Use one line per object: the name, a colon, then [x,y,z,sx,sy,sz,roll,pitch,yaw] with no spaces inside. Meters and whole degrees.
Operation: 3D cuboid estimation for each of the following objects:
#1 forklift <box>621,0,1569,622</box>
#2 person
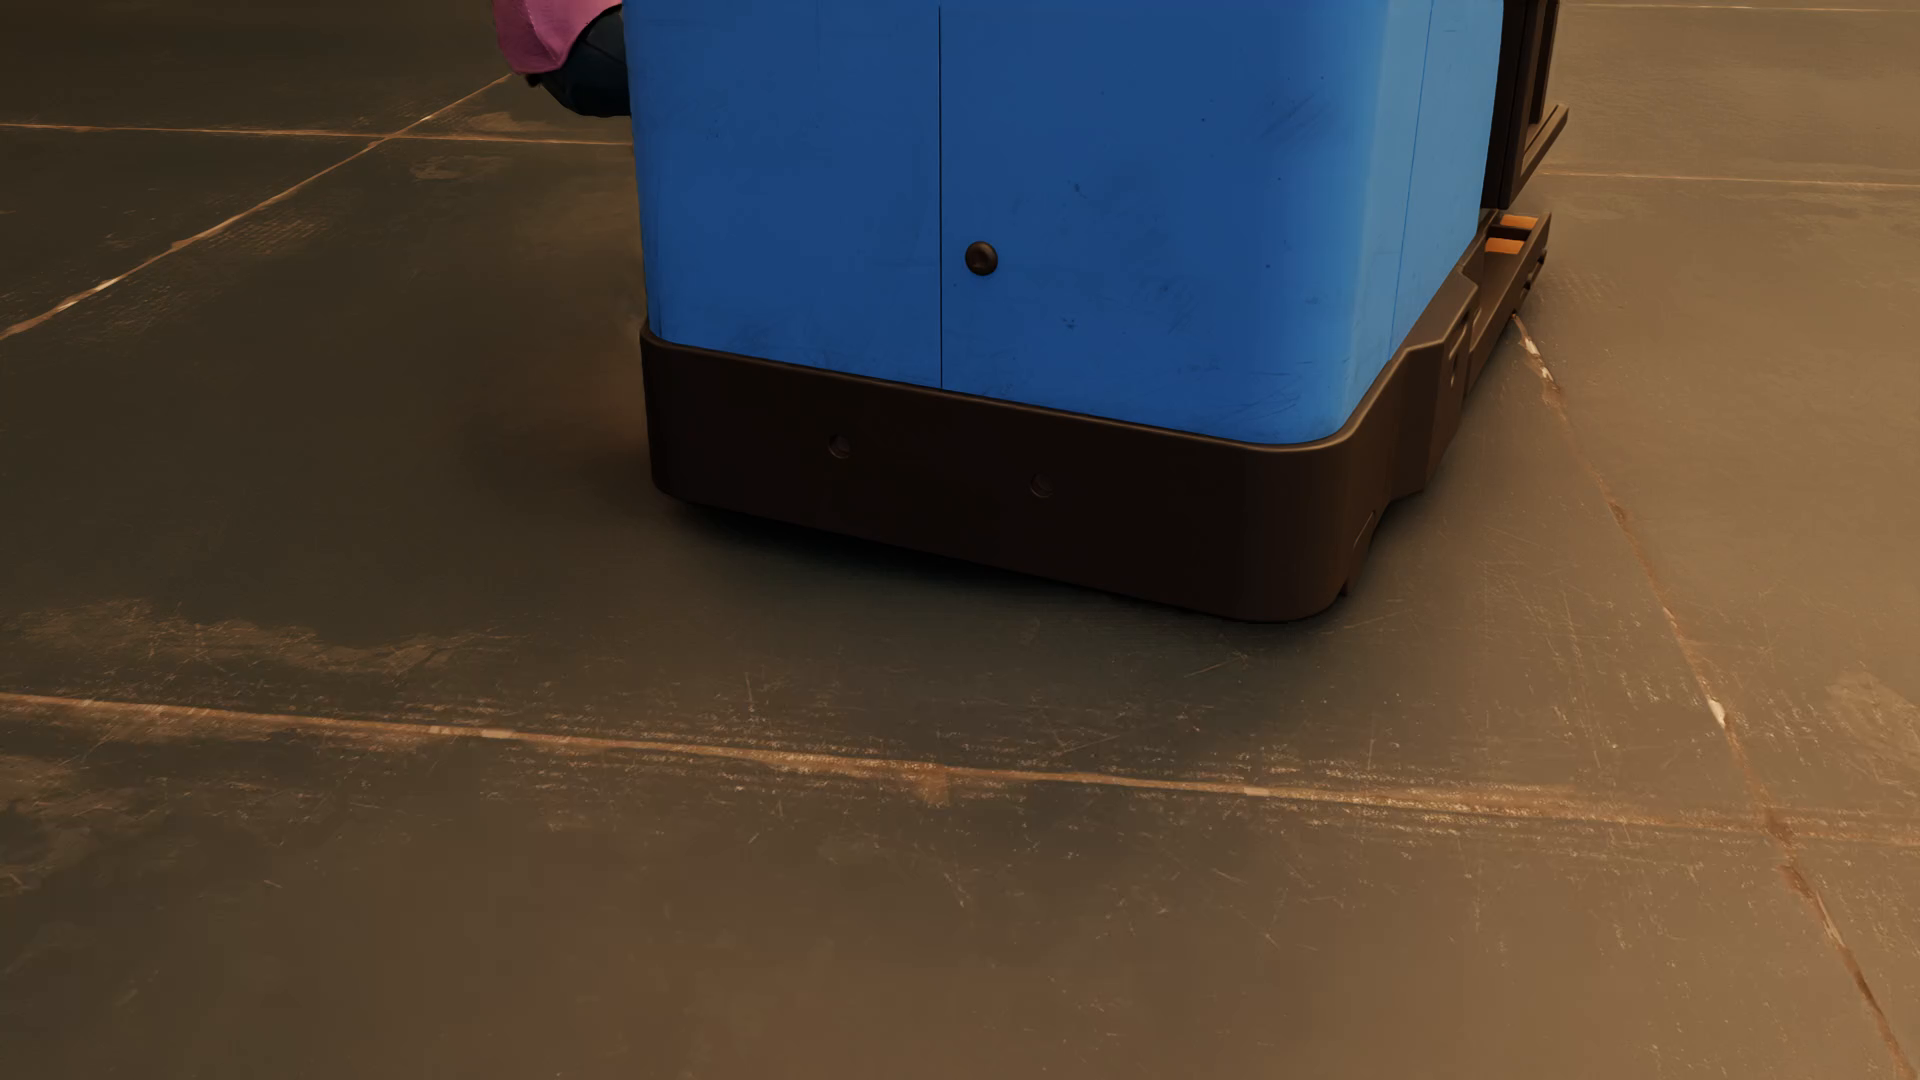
forklift: [0.616,-1.837,2.899,1.130,2.935,3.031,12,29,22]
person: [-0.363,-0.863,2.638,0.732,1.403,0.967,5,27,11]
